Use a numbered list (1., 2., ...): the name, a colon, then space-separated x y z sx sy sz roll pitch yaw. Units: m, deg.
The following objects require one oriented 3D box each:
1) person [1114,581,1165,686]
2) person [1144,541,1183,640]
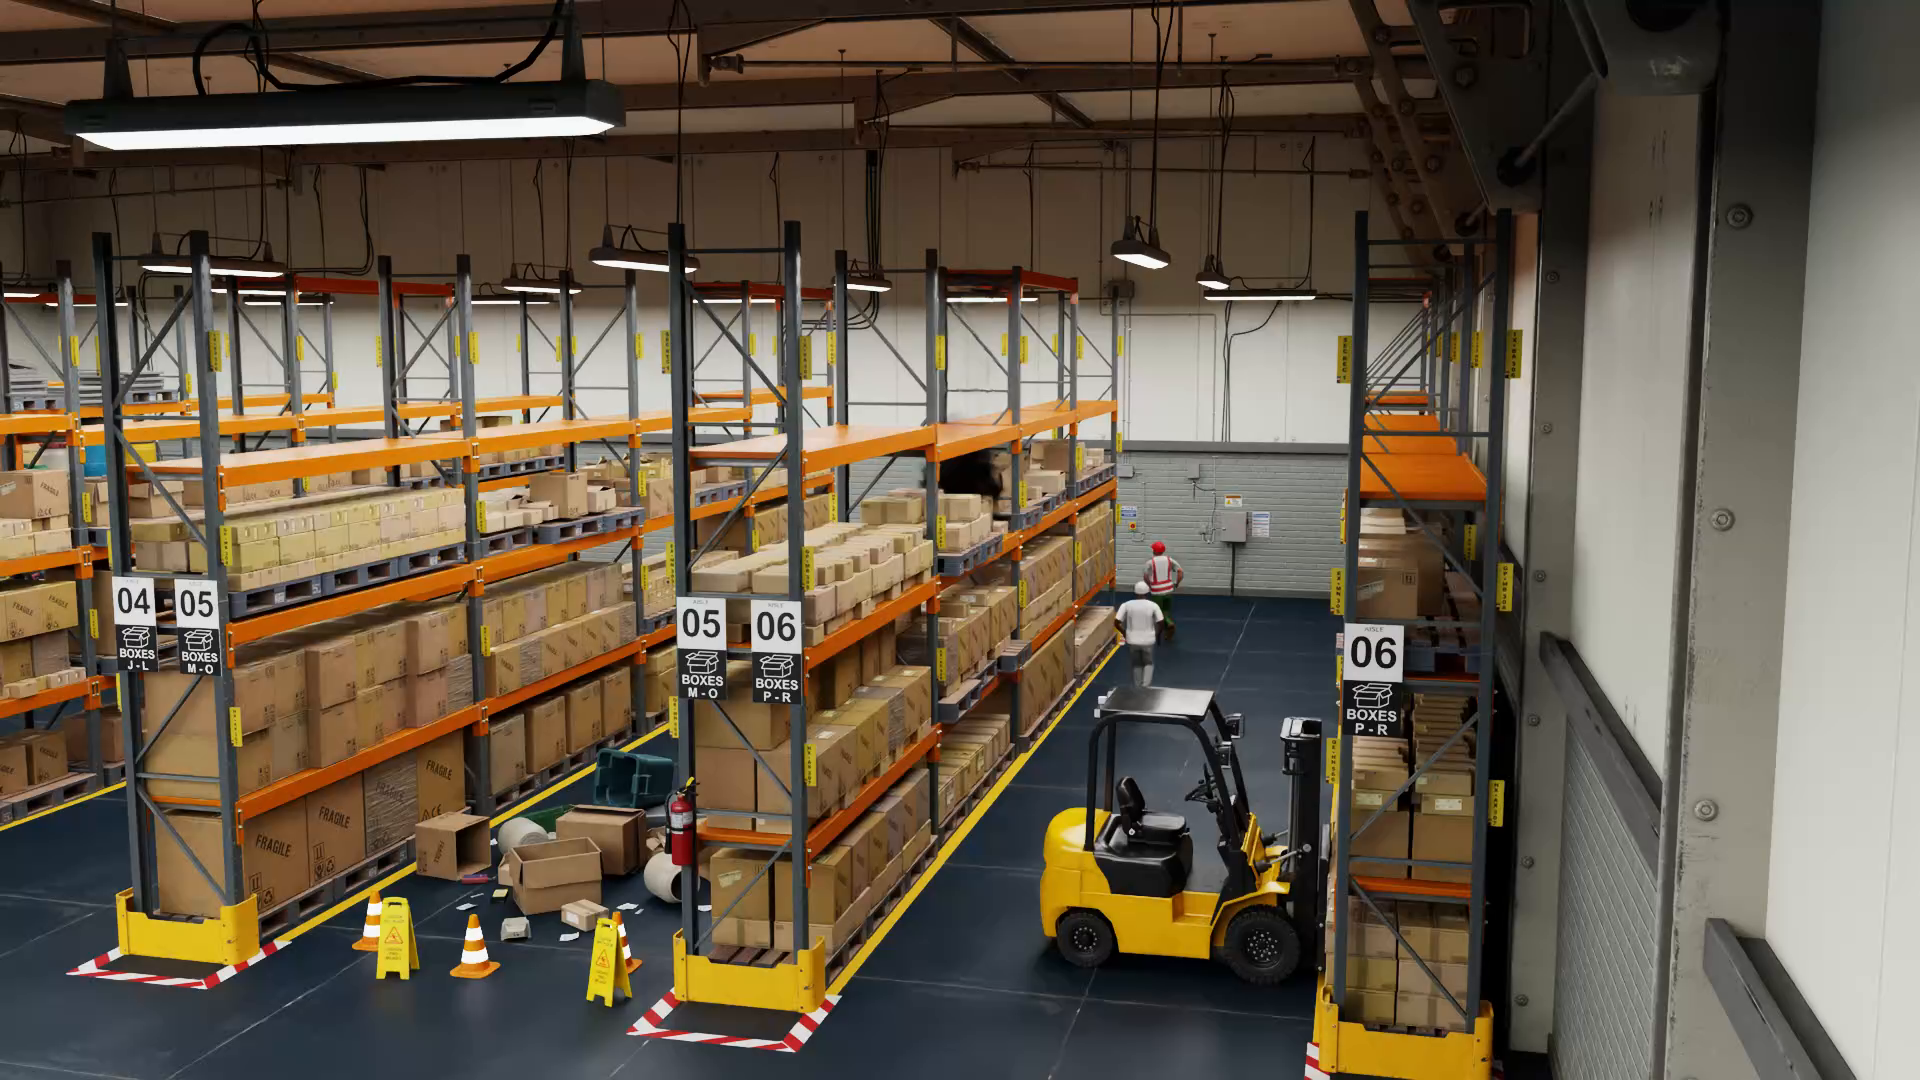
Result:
1. person: 2.537 1.451 23.510 0.718 1.737 0.577 2 7 13
2. person: 3.436 0.882 28.243 0.713 1.739 0.654 -2 7 -15
